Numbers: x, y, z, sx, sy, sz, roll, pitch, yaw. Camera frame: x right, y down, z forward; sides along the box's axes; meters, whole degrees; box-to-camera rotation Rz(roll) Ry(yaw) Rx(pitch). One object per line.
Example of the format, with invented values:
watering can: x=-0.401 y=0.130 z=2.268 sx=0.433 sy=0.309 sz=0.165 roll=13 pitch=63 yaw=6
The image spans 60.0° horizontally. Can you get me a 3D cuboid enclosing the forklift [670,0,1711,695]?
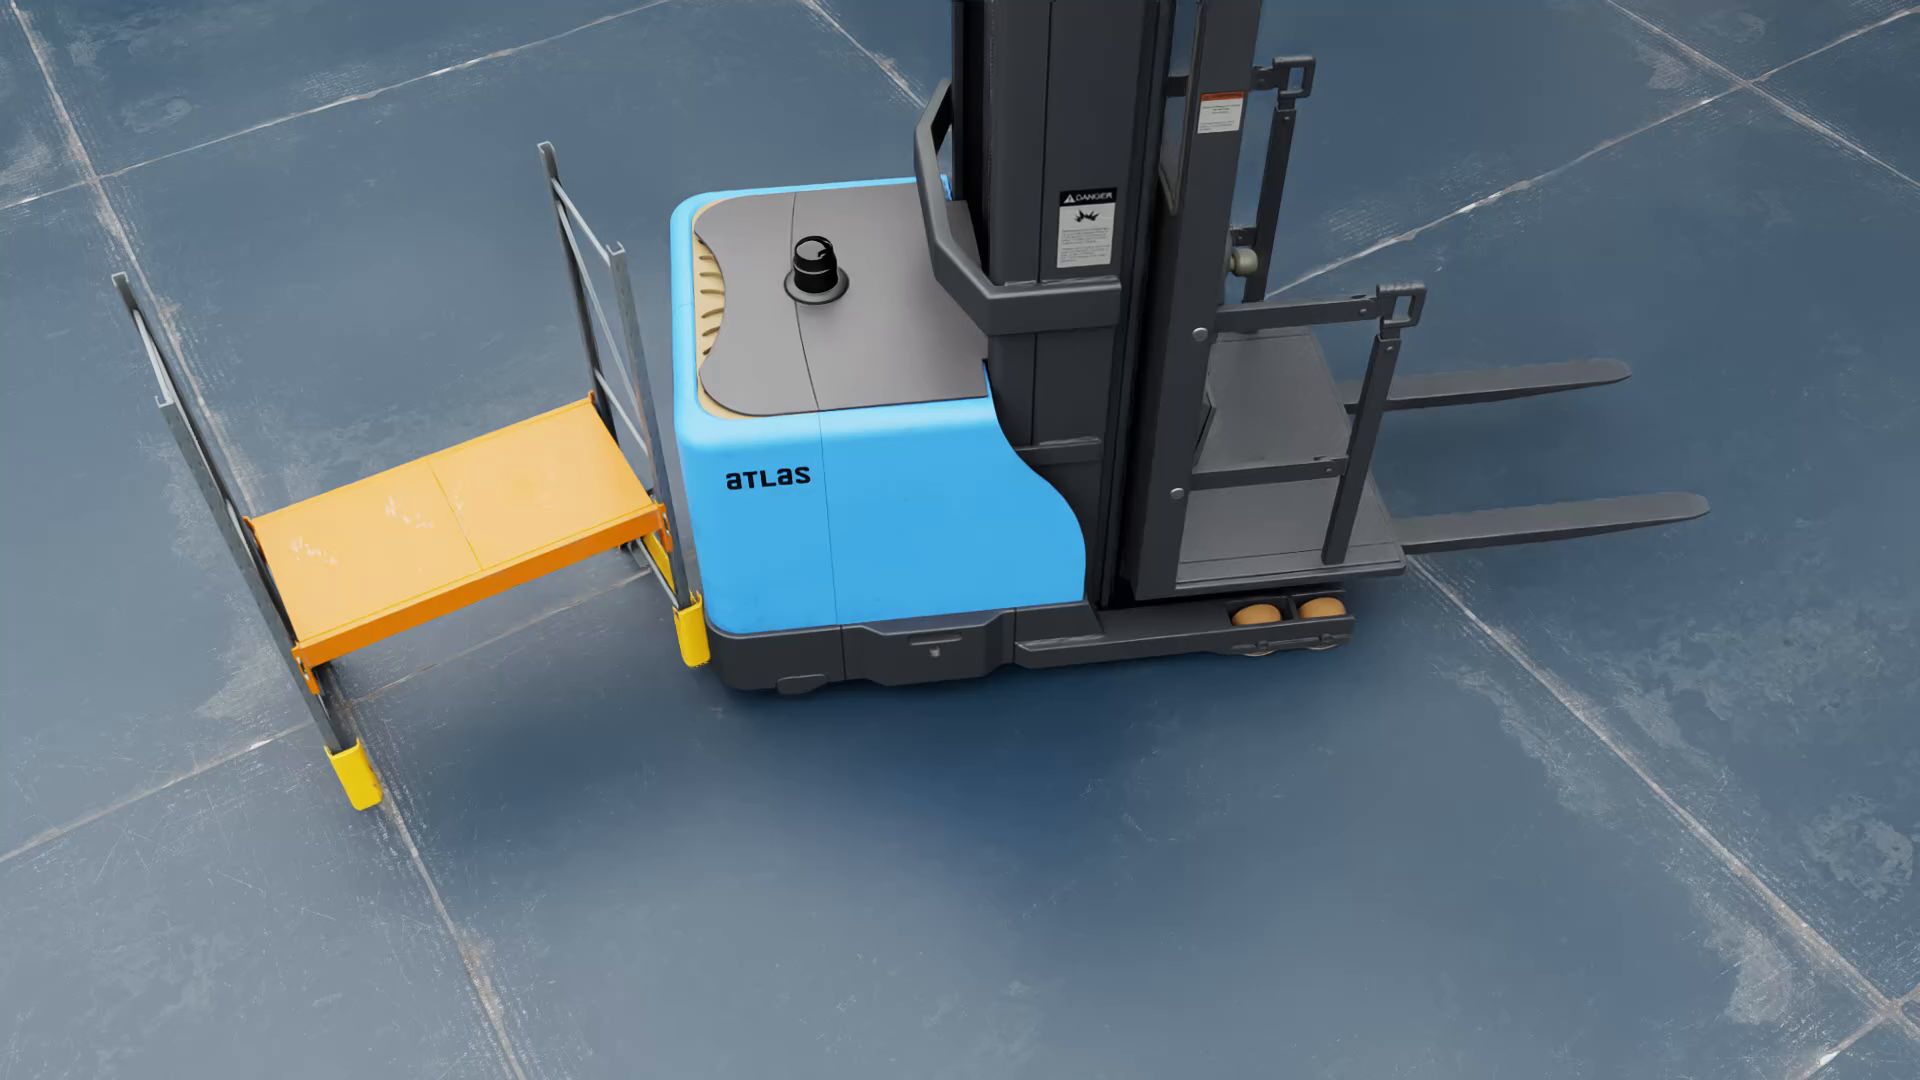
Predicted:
forklift: x=0.730 y=-1.019 z=4.195 sx=3.031 sy=2.935 sz=1.130 roll=-5 pitch=49 yaw=-5

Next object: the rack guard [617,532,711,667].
rack guard: x=-0.910 y=0.092 z=5.000 sx=0.087 sy=0.250 sz=0.587 roll=-23 pitch=52 yaw=-19

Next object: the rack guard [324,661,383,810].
rack guard: x=-1.775 y=0.462 z=4.671 sx=0.087 sy=0.250 sz=0.587 roll=-23 pitch=52 yaw=-19

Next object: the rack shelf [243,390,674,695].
rack shelf: x=-1.350 y=-0.015 z=4.500 sx=1.000 sy=0.185 sz=0.538 roll=-23 pitch=52 yaw=-19

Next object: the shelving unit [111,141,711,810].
shelving unit: x=-1.342 y=-0.138 z=4.369 sx=1.083 sy=1.500 sz=0.587 roll=-23 pitch=52 yaw=-19

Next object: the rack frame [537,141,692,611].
rack frame: x=-0.909 y=-0.324 z=4.534 sx=0.032 sy=1.500 sz=0.500 roll=-23 pitch=52 yaw=-19

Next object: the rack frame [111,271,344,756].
rack frame: x=-1.792 y=0.053 z=4.198 sx=0.032 sy=1.500 sz=0.500 roll=-23 pitch=52 yaw=-19
